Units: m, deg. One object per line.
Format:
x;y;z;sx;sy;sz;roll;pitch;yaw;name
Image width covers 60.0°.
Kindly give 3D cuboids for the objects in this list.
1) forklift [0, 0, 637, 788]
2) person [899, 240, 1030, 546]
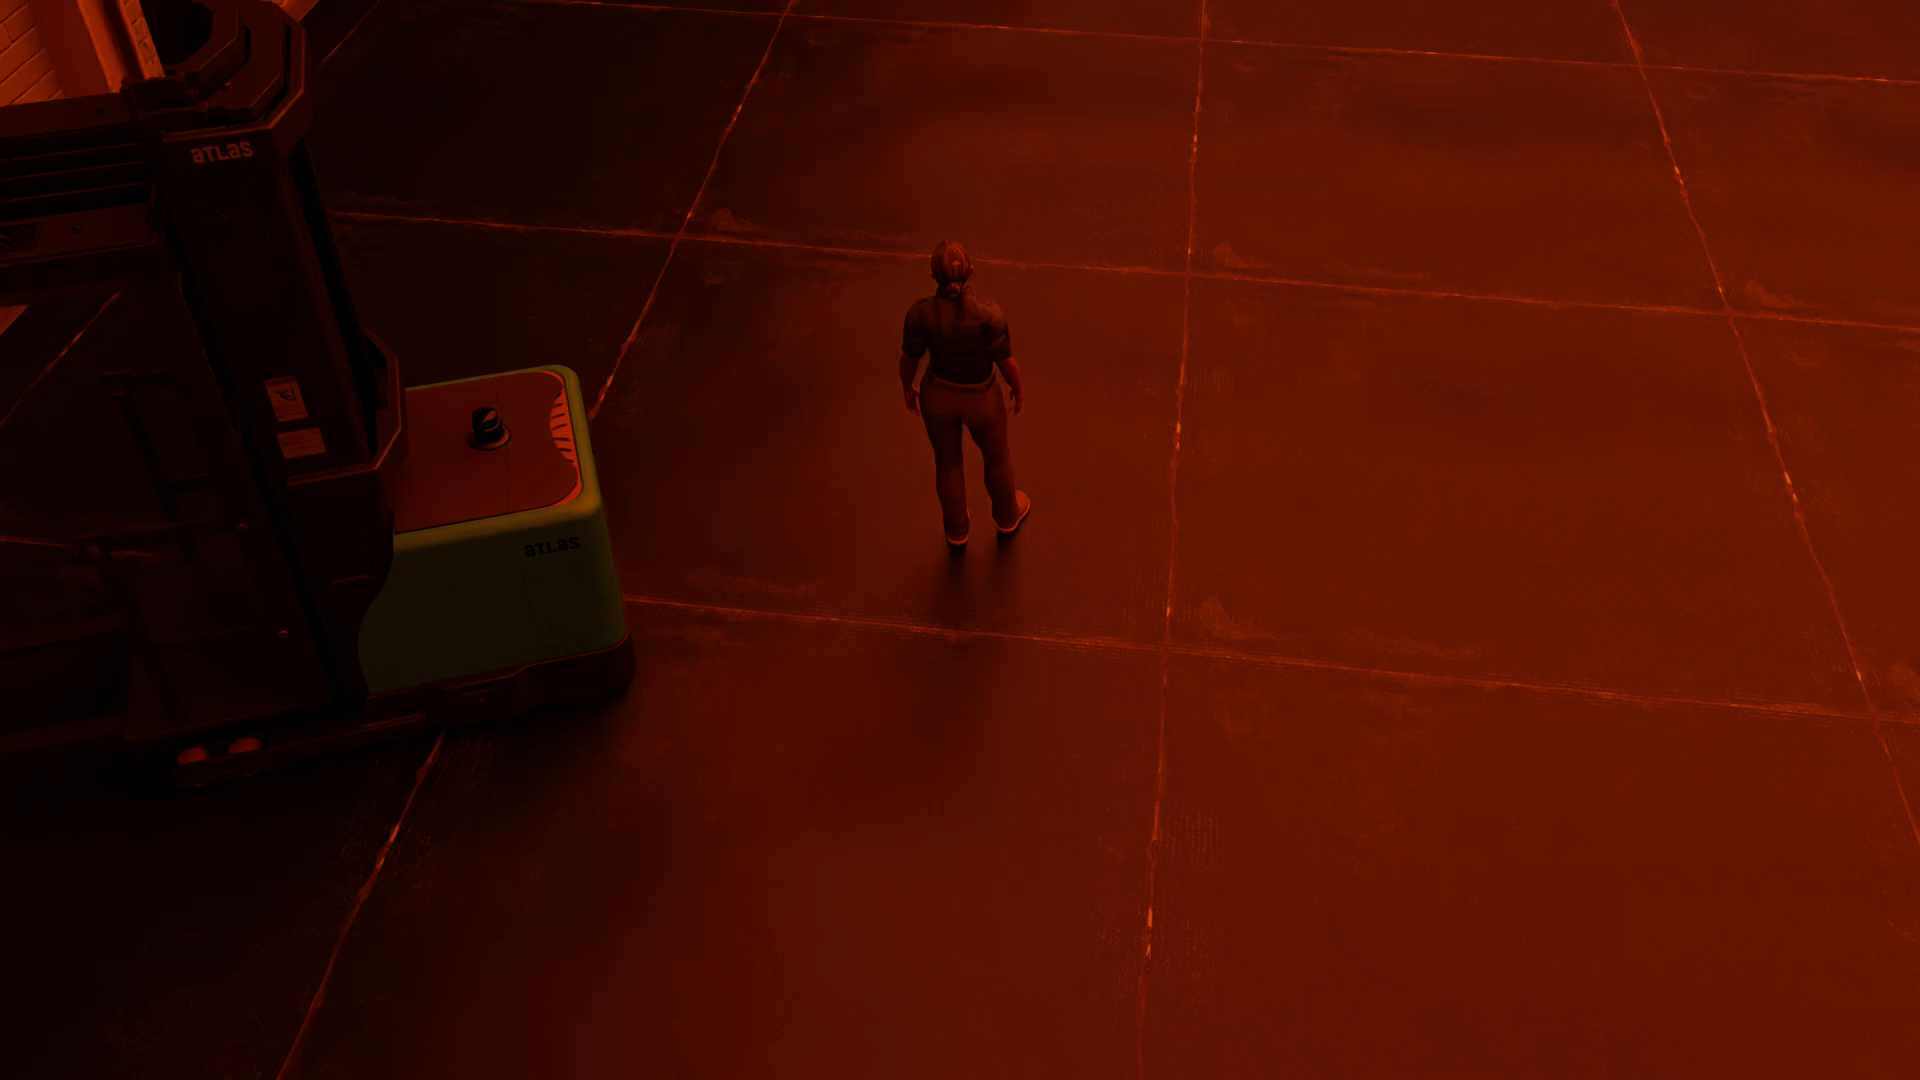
-2.970;-0.472;6.239;3.031;2.935;1.130;-11;44;-12;forklift
0.032;-0.672;7.388;0.569;1.655;0.504;5;43;6;person
